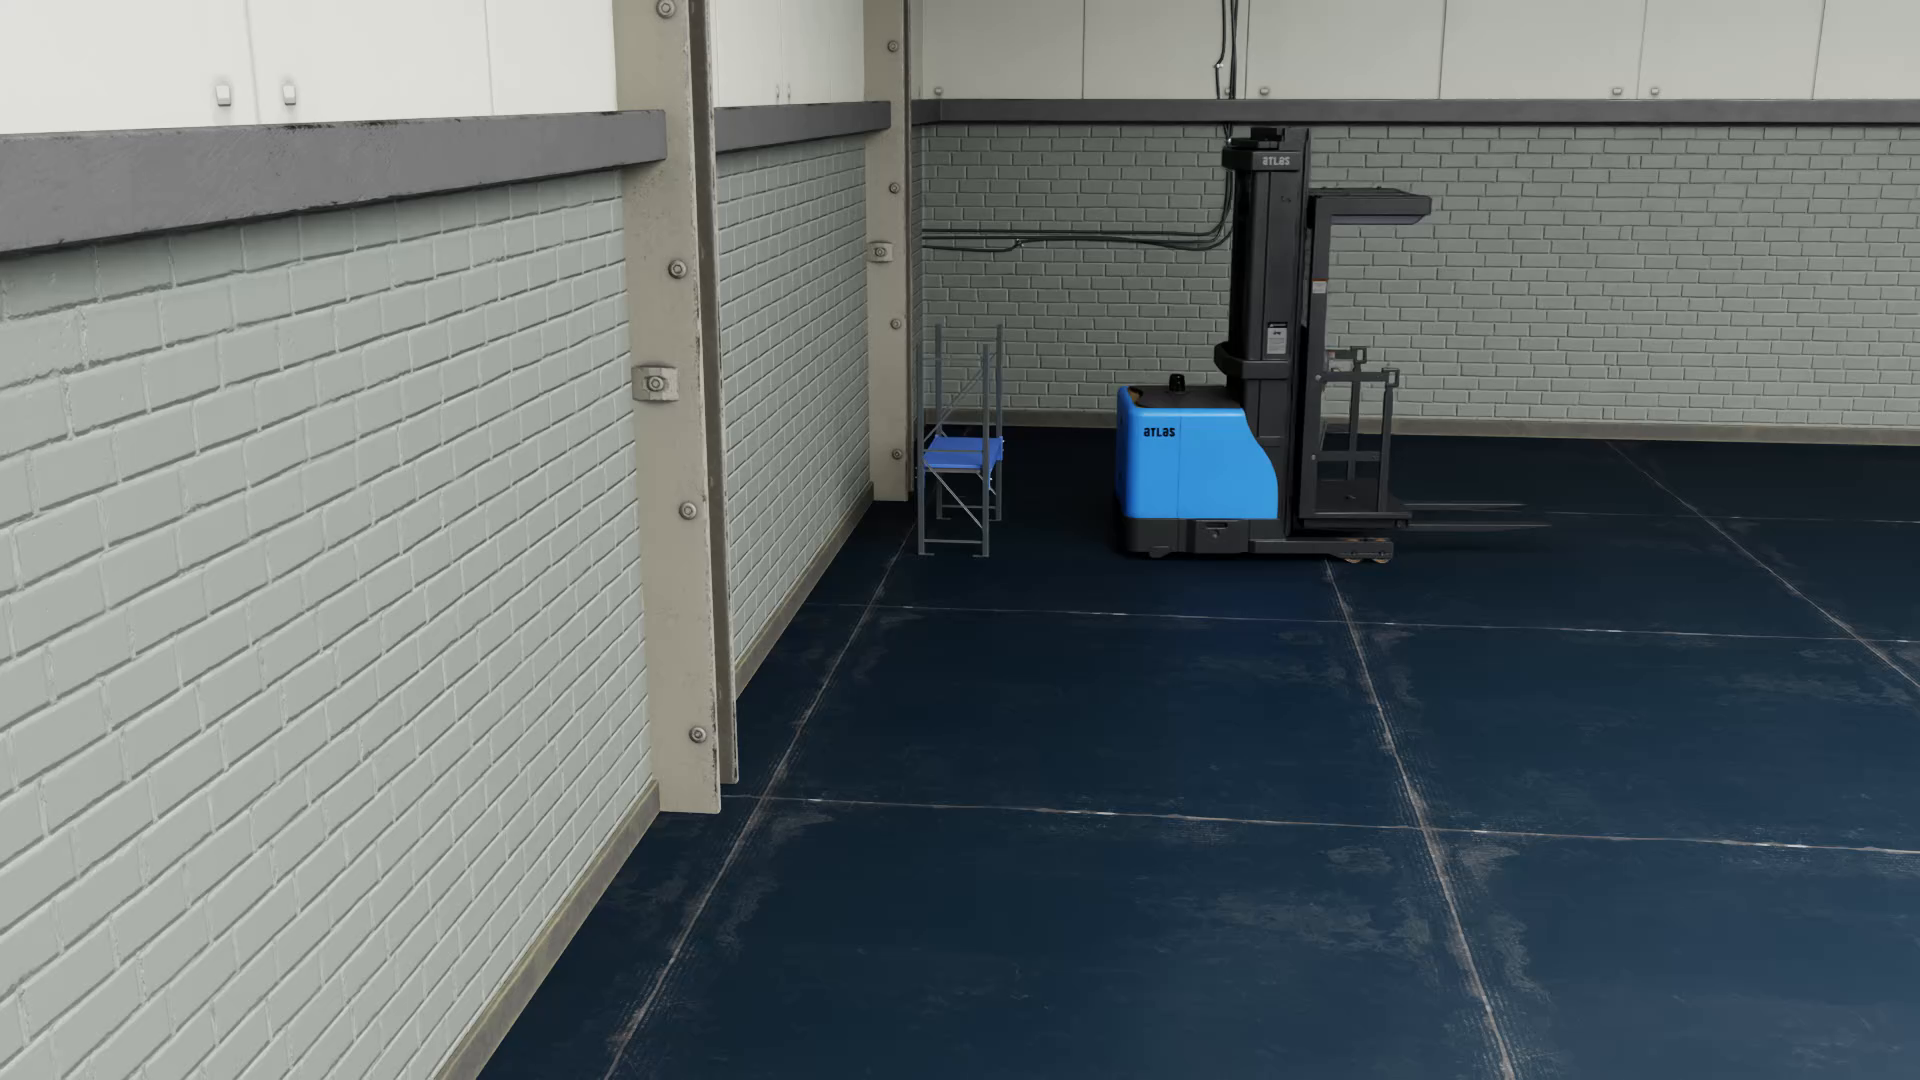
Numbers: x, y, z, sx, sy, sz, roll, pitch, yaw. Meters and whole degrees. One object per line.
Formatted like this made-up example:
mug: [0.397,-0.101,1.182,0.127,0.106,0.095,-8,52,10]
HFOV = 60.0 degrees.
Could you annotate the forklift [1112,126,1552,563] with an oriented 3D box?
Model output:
forklift: [2.654,-1.394,11.702,3.031,2.935,1.130,0,15,1]

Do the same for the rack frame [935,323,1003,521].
rack frame: [0.067,-0.878,12.536,0.500,1.500,0.032,2,15,6]

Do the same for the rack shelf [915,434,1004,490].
rack shelf: [0.010,-0.572,12.095,0.538,0.185,1.000,2,15,6]

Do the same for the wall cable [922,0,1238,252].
wall cable: [1.093,-3.938,15.435,3.097,2.526,0.112,2,15,6]

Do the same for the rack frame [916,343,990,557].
rack frame: [-0.048,-0.614,11.561,0.500,1.500,0.032,2,15,6]

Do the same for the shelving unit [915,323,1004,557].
shelving unit: [0.010,-0.746,12.048,0.538,1.500,1.048,2,15,6]

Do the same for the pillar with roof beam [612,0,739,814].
pillar with roof beam: [3.047,-3.029,6.124,9.100,9.000,0.400,2,15,6]

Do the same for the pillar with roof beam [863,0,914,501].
pillar with roof beam: [3.724,-4.585,11.879,9.100,9.000,0.400,2,15,6]
